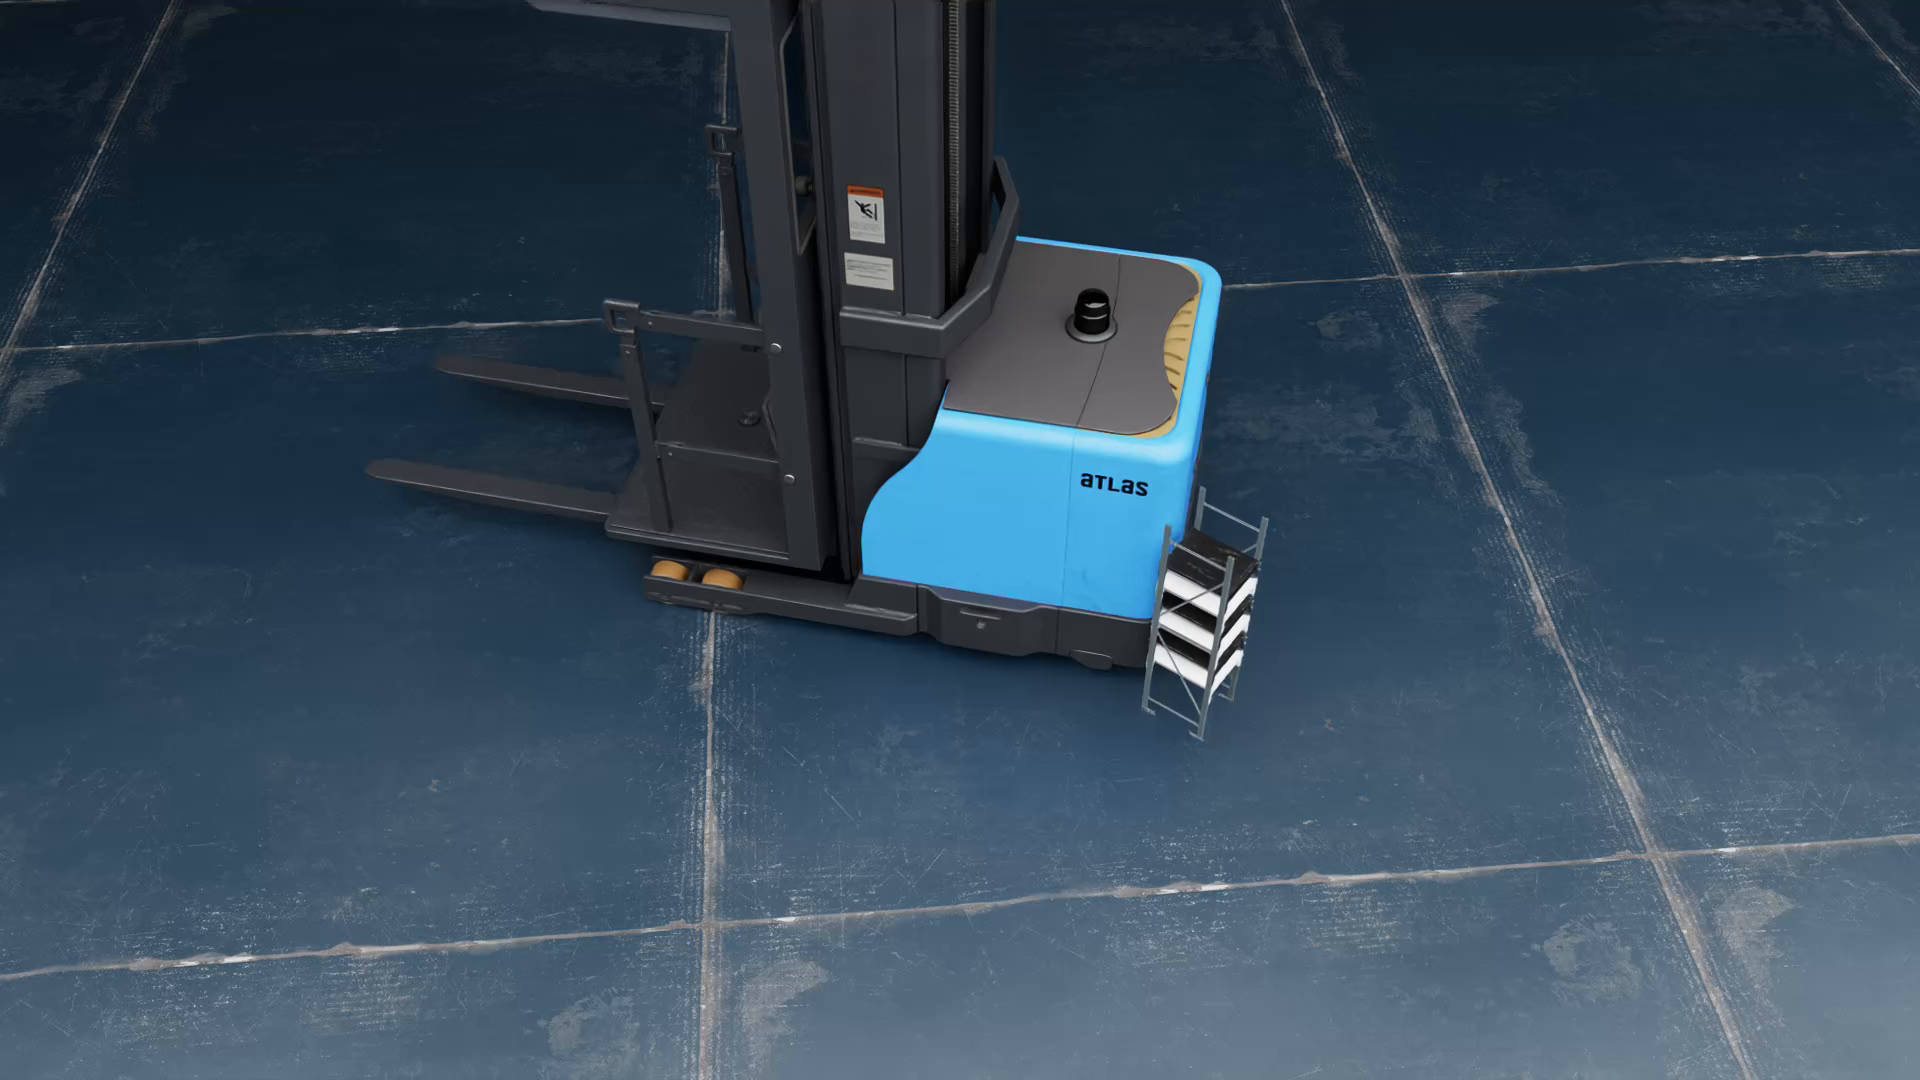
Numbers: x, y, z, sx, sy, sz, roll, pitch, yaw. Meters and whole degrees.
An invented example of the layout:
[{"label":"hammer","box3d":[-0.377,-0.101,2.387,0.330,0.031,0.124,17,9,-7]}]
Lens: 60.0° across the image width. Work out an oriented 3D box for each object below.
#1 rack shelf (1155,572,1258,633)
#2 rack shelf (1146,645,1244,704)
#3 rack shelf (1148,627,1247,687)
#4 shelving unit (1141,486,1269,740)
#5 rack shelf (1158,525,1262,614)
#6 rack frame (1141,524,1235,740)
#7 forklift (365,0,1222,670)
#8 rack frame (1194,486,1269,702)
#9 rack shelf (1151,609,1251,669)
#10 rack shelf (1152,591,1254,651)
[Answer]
[{"label":"rack shelf","box3d":[0.782,0.153,5.282,0.258,0.077,0.200,28,53,24]},{"label":"rack shelf","box3d":[0.782,0.401,5.544,0.258,0.077,0.200,28,53,24]},{"label":"rack shelf","box3d":[0.782,0.339,5.479,0.258,0.077,0.200,28,53,24]},{"label":"shelving unit","box3d":[0.782,0.254,5.389,0.258,0.900,0.210,28,53,24]},{"label":"rack shelf","box3d":[0.782,0.091,5.217,0.258,0.077,0.200,28,53,24]},{"label":"rack frame","box3d":[0.721,0.313,5.333,0.240,0.900,0.006,28,53,24]},{"label":"forklift","box3d":[-0.666,-1.109,5.282,3.031,2.935,1.130,9,47,8]},{"label":"rack frame","box3d":[0.843,0.195,5.445,0.240,0.900,0.006,28,53,24]},{"label":"rack shelf","box3d":[0.782,0.277,5.413,0.258,0.077,0.200,28,53,24]},{"label":"rack shelf","box3d":[0.782,0.215,5.348,0.258,0.077,0.200,28,53,24]}]
